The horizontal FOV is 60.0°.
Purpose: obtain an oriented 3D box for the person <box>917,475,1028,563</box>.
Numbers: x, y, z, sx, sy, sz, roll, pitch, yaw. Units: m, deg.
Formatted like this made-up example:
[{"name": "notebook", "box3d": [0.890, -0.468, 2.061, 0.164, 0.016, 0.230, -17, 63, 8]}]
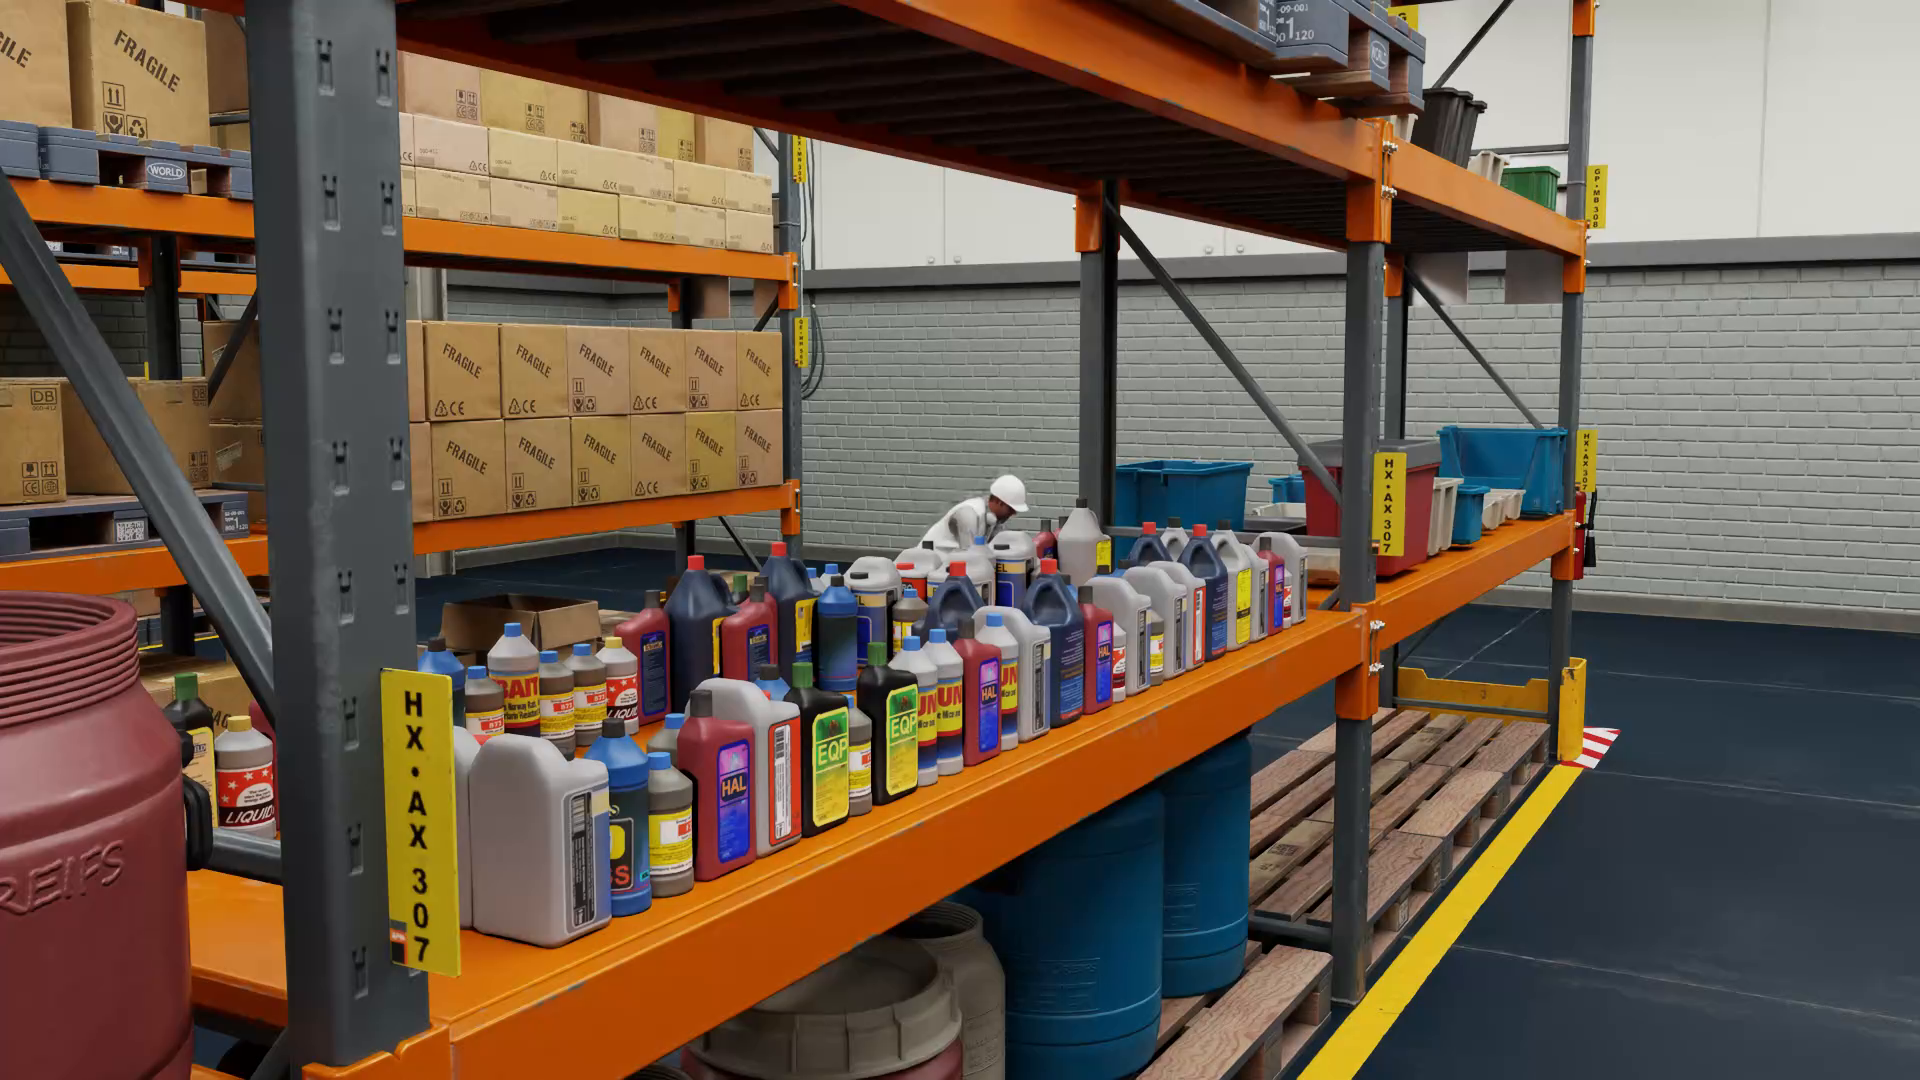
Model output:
[{"name": "person", "box3d": [0.080, 0.232, 11.267, 0.797, 1.363, 0.590, 3, 7, 29]}]
